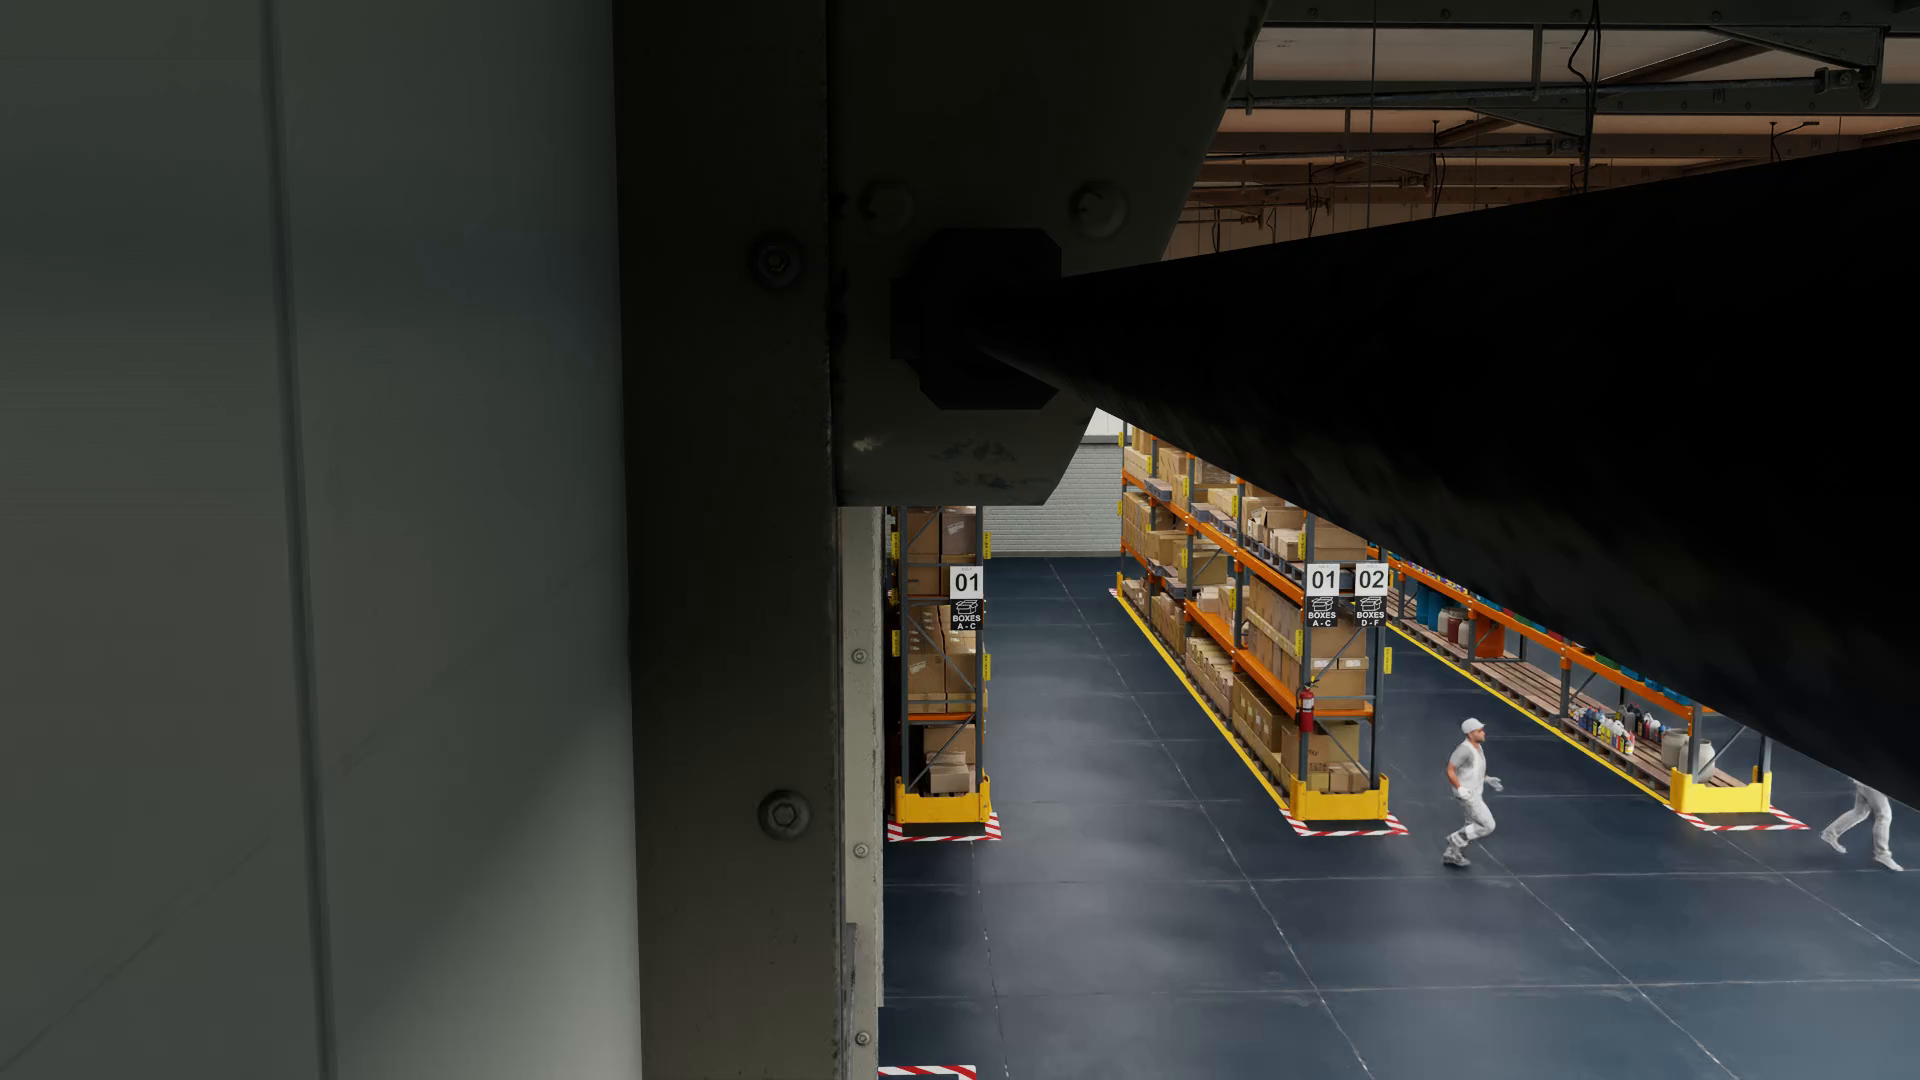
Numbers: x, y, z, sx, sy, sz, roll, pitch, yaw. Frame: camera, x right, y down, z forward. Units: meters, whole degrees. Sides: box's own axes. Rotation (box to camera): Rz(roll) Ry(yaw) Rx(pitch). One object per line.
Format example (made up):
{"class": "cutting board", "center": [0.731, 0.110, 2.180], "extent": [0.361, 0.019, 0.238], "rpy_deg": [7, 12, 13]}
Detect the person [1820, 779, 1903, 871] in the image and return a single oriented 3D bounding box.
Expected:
{"class": "person", "center": [10.355, 2.793, 18.983], "extent": [0.862, 1.808, 0.715], "rpy_deg": [5, 10, 33]}

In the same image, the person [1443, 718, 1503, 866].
{"class": "person", "center": [5.790, 2.855, 18.761], "extent": [0.603, 1.707, 0.608], "rpy_deg": [5, 9, 30]}
